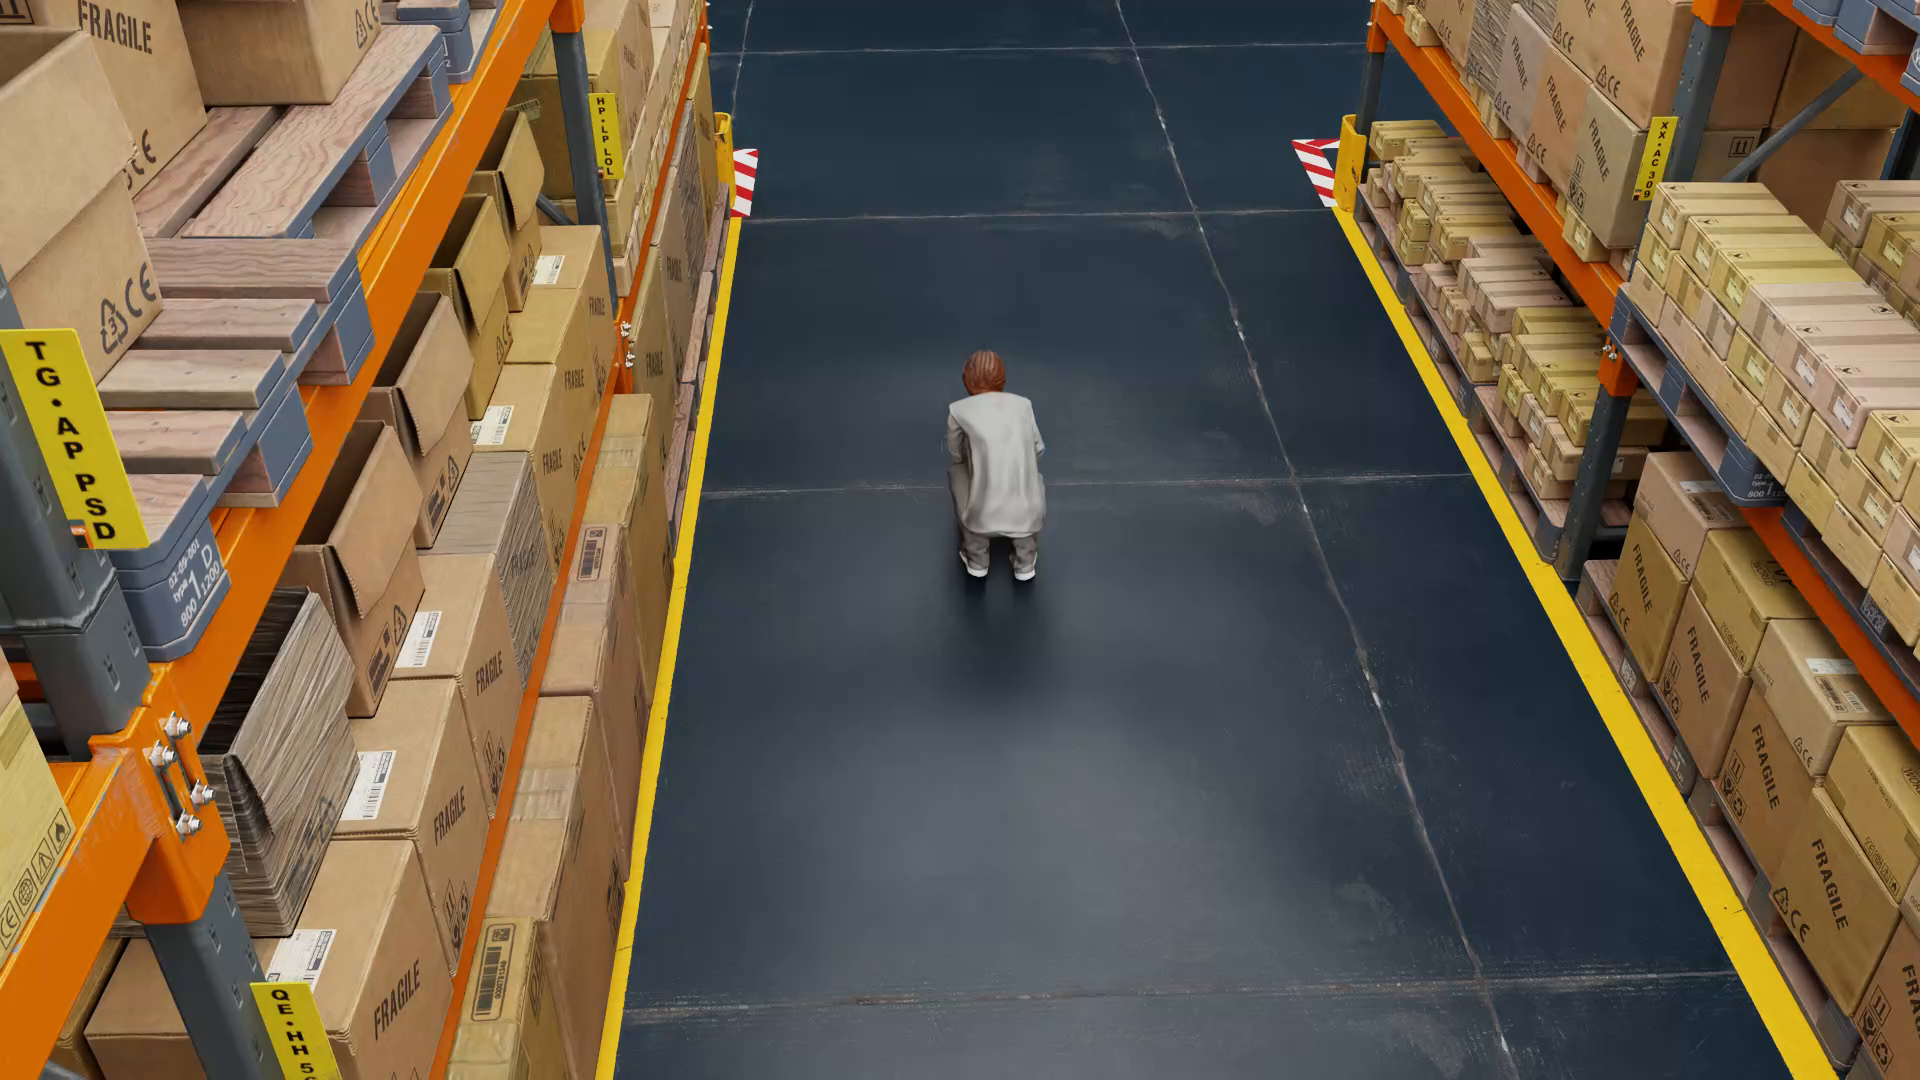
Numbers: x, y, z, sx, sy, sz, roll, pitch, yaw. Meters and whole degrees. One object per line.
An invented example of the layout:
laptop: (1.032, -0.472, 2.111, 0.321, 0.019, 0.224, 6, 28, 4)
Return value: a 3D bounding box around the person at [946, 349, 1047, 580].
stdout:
person: (0.165, -0.313, 7.209, 0.440, 0.885, 0.799, -2, 36, -2)
